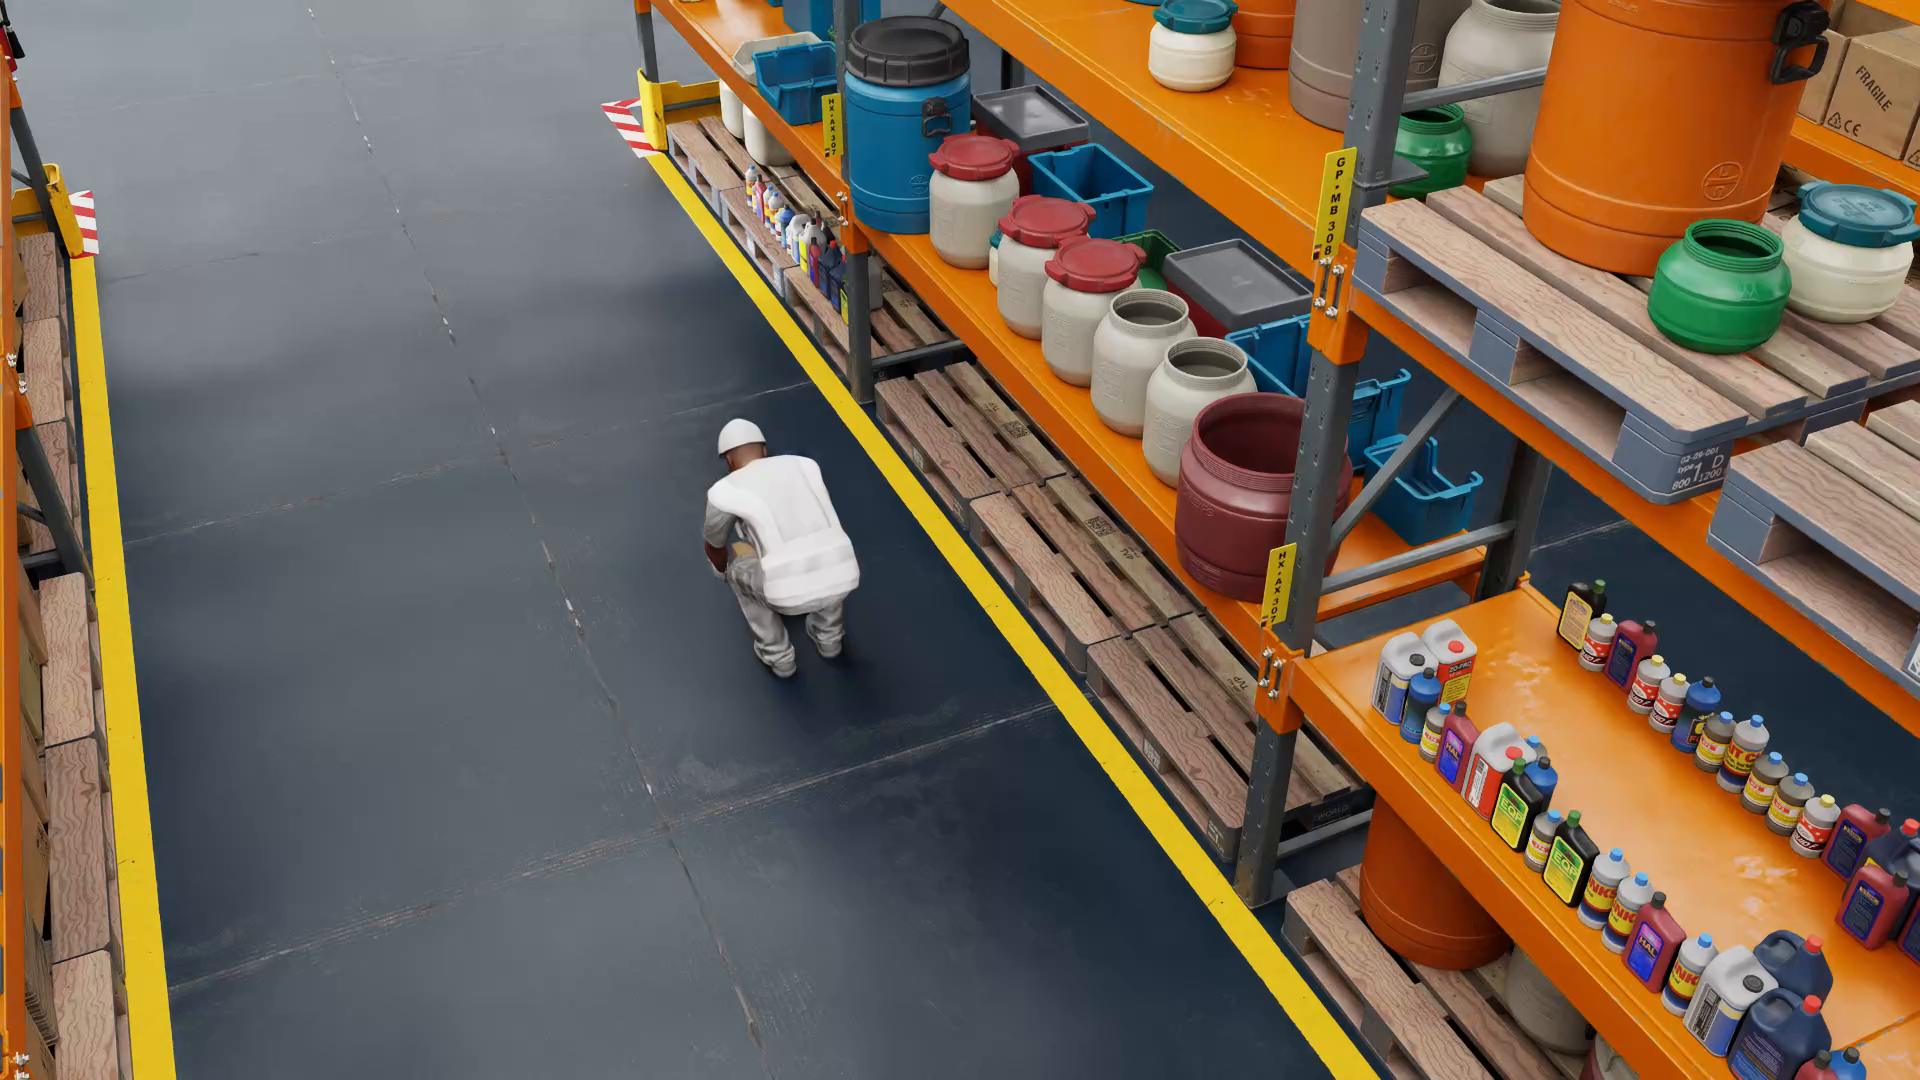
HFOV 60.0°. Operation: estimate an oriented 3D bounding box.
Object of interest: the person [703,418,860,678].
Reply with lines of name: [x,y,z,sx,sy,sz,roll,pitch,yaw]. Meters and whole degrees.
person: [-0.808,0.063,7.399,0.574,1.014,0.902,-16,40,-20]
